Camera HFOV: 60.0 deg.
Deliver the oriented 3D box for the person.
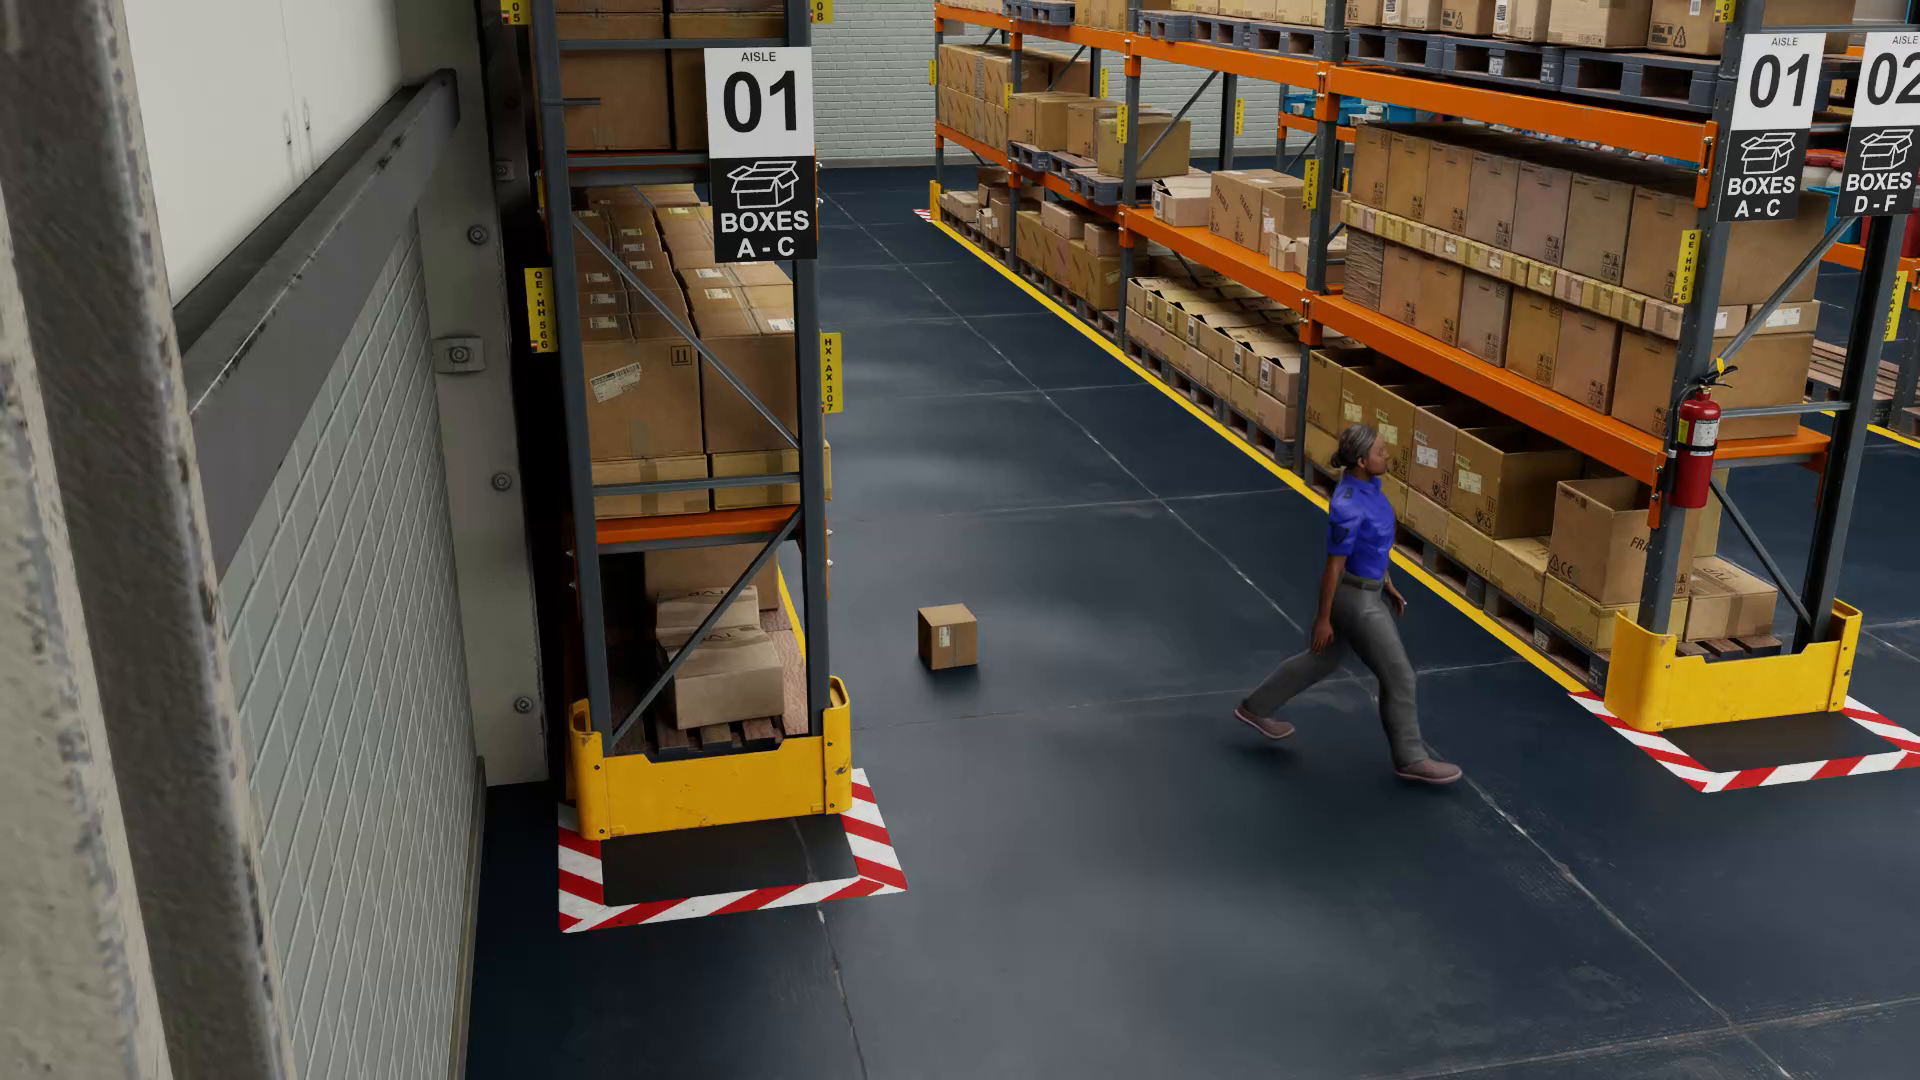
[{"bbox_3d":[1.762,0.256,7.374,1.033,1.597,0.473,5,20,14],"label":"person"}]
